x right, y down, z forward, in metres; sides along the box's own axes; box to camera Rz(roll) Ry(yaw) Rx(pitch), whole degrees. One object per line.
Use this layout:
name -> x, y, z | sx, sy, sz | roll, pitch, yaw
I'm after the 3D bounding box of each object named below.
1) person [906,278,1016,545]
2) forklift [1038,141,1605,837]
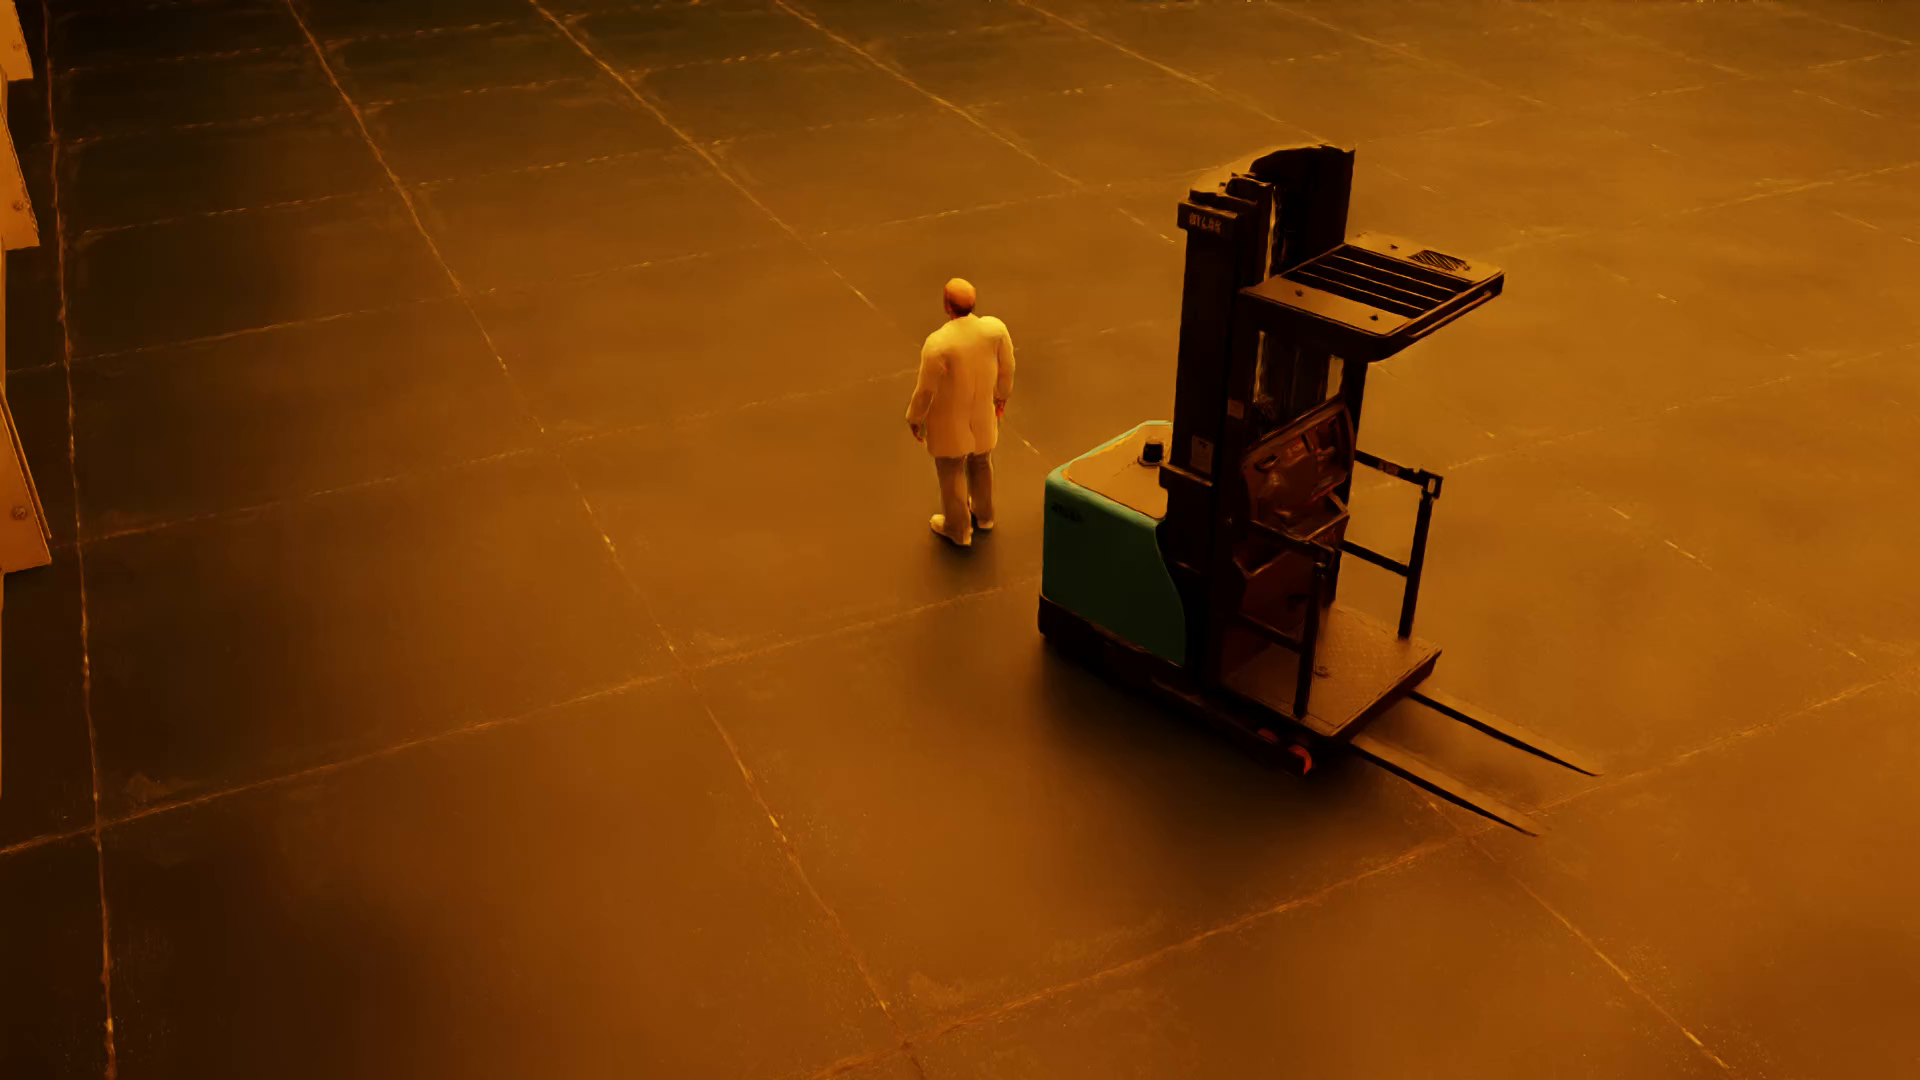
person -> -0.036, -0.811, 10.109 | 0.694, 1.776, 0.579 | -14, 34, -22
forklift -> 1.857, -0.346, 8.234 | 3.031, 2.935, 1.130 | 27, 40, 37
